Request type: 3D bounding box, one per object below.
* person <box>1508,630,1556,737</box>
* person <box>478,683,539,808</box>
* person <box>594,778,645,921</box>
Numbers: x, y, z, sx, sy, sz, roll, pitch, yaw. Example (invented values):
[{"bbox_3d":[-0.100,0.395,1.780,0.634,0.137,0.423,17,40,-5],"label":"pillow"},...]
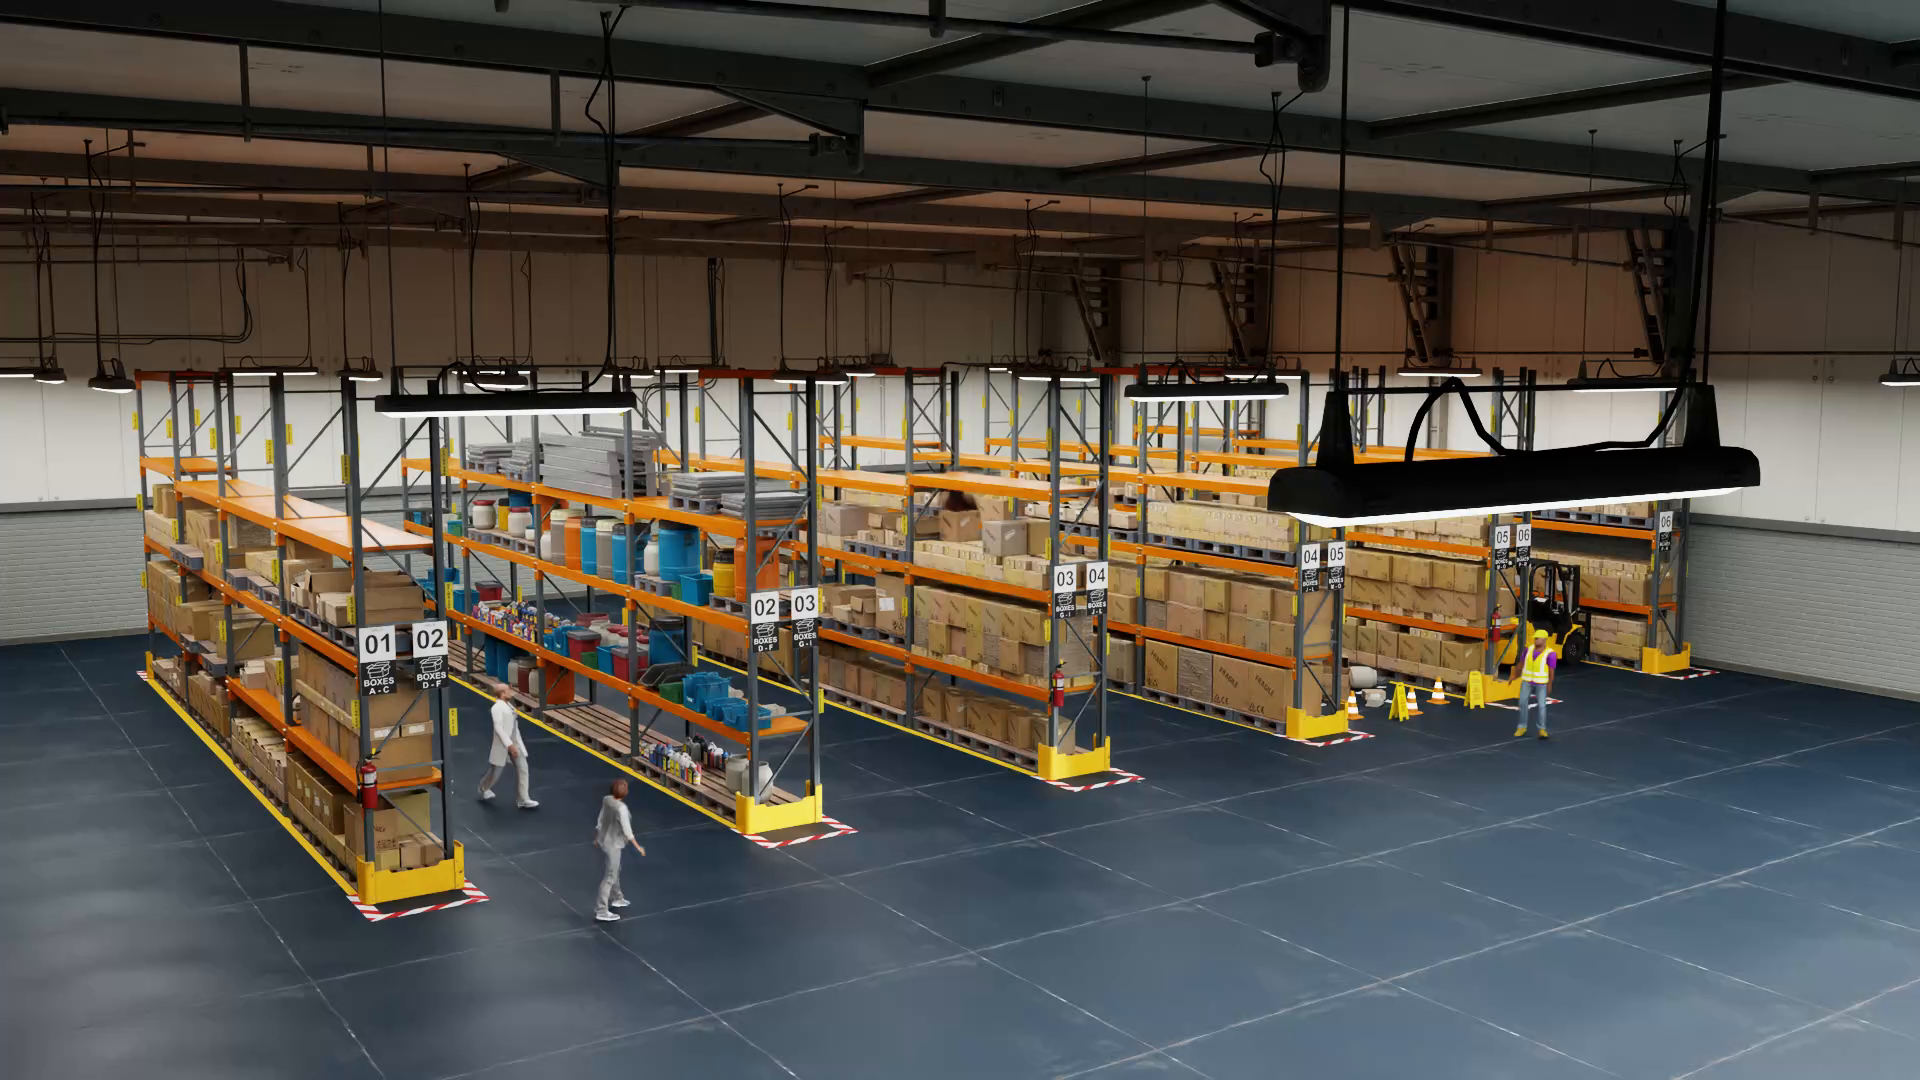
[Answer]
[{"bbox_3d":[9.426,2.363,27.421,0.736,1.801,0.378,3,7,28],"label":"person"},{"bbox_3d":[-6.354,2.857,23.236,1.085,1.734,0.528,6,9,42],"label":"person"},{"bbox_3d":[-3.896,3.459,18.739,0.573,1.610,0.567,-4,8,-32],"label":"person"}]
